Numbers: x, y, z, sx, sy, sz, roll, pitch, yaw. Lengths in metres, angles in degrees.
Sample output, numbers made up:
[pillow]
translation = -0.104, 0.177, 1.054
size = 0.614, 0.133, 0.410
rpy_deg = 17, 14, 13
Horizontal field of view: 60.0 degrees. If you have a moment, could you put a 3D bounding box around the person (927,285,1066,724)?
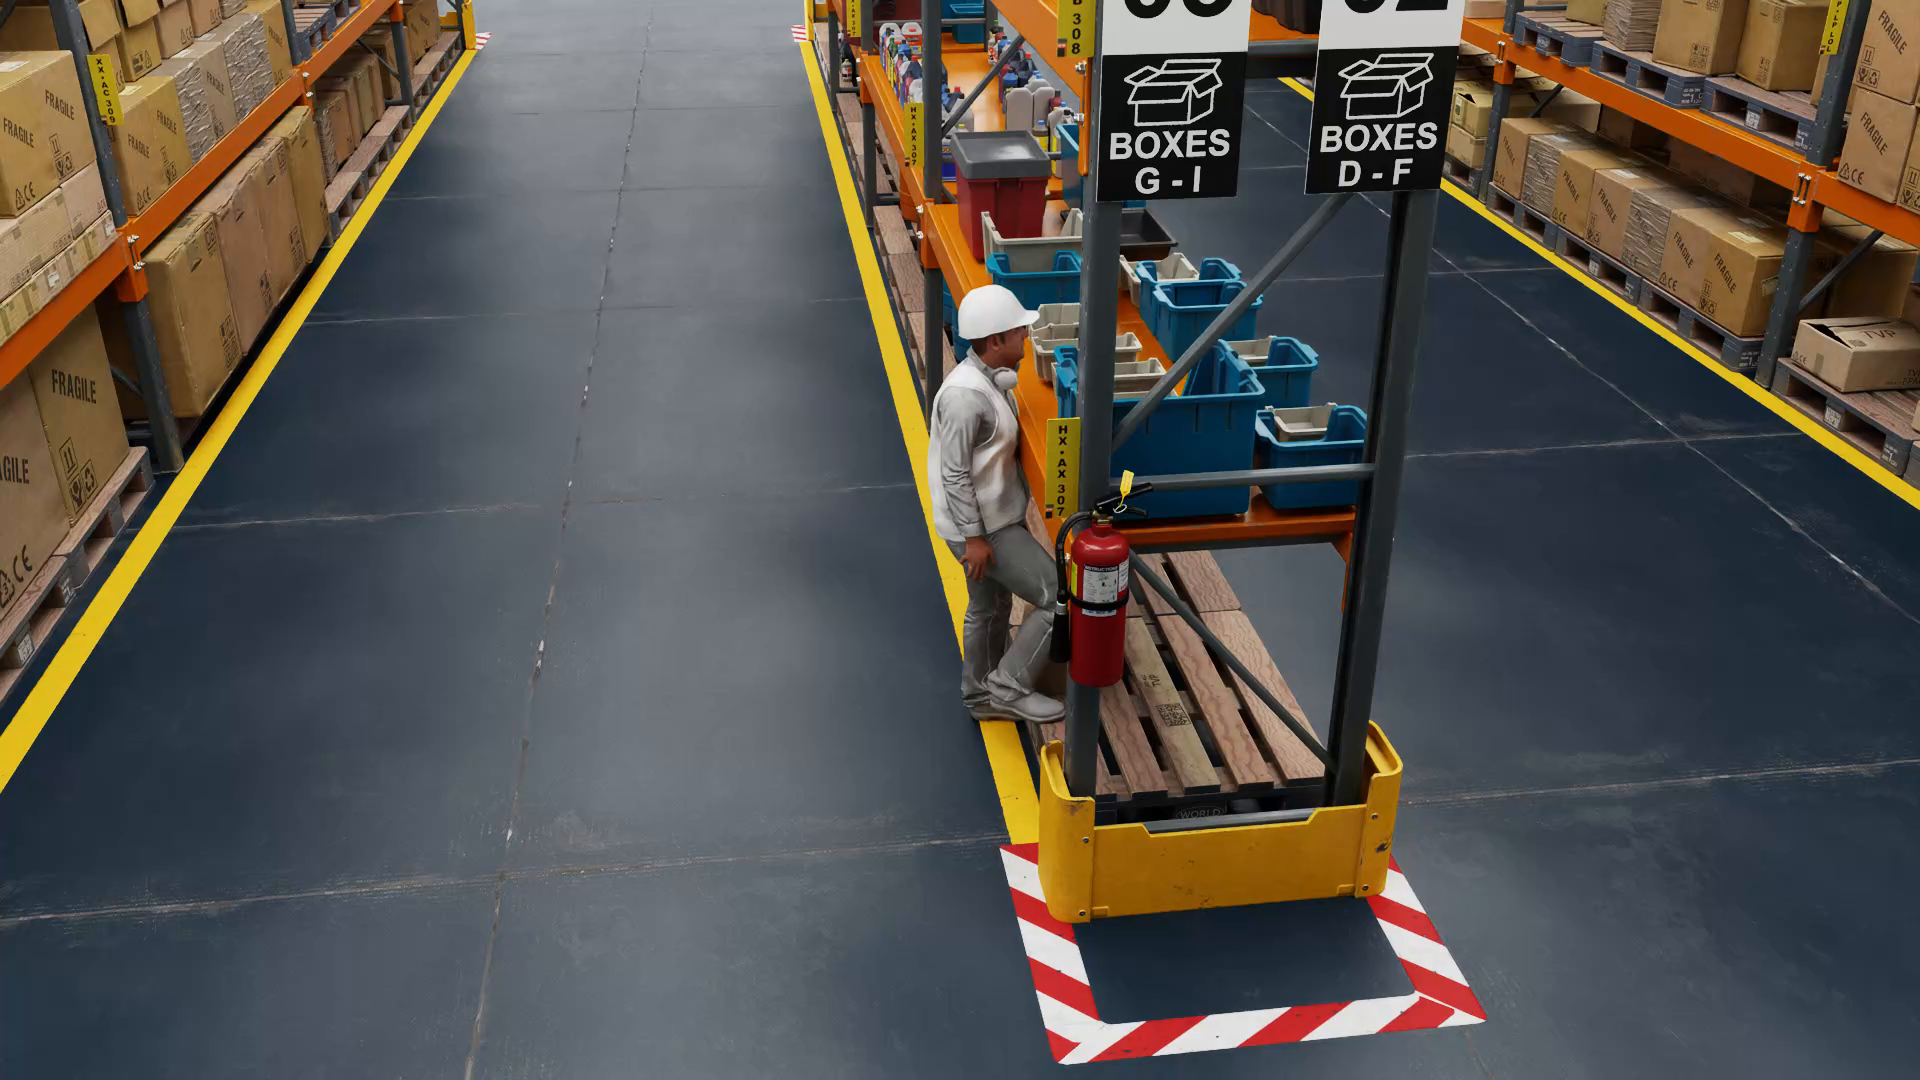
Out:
[person]
translation = 0.186, -0.075, 6.213
size = 0.614, 1.774, 0.634
rpy_deg = 4, 27, 8
